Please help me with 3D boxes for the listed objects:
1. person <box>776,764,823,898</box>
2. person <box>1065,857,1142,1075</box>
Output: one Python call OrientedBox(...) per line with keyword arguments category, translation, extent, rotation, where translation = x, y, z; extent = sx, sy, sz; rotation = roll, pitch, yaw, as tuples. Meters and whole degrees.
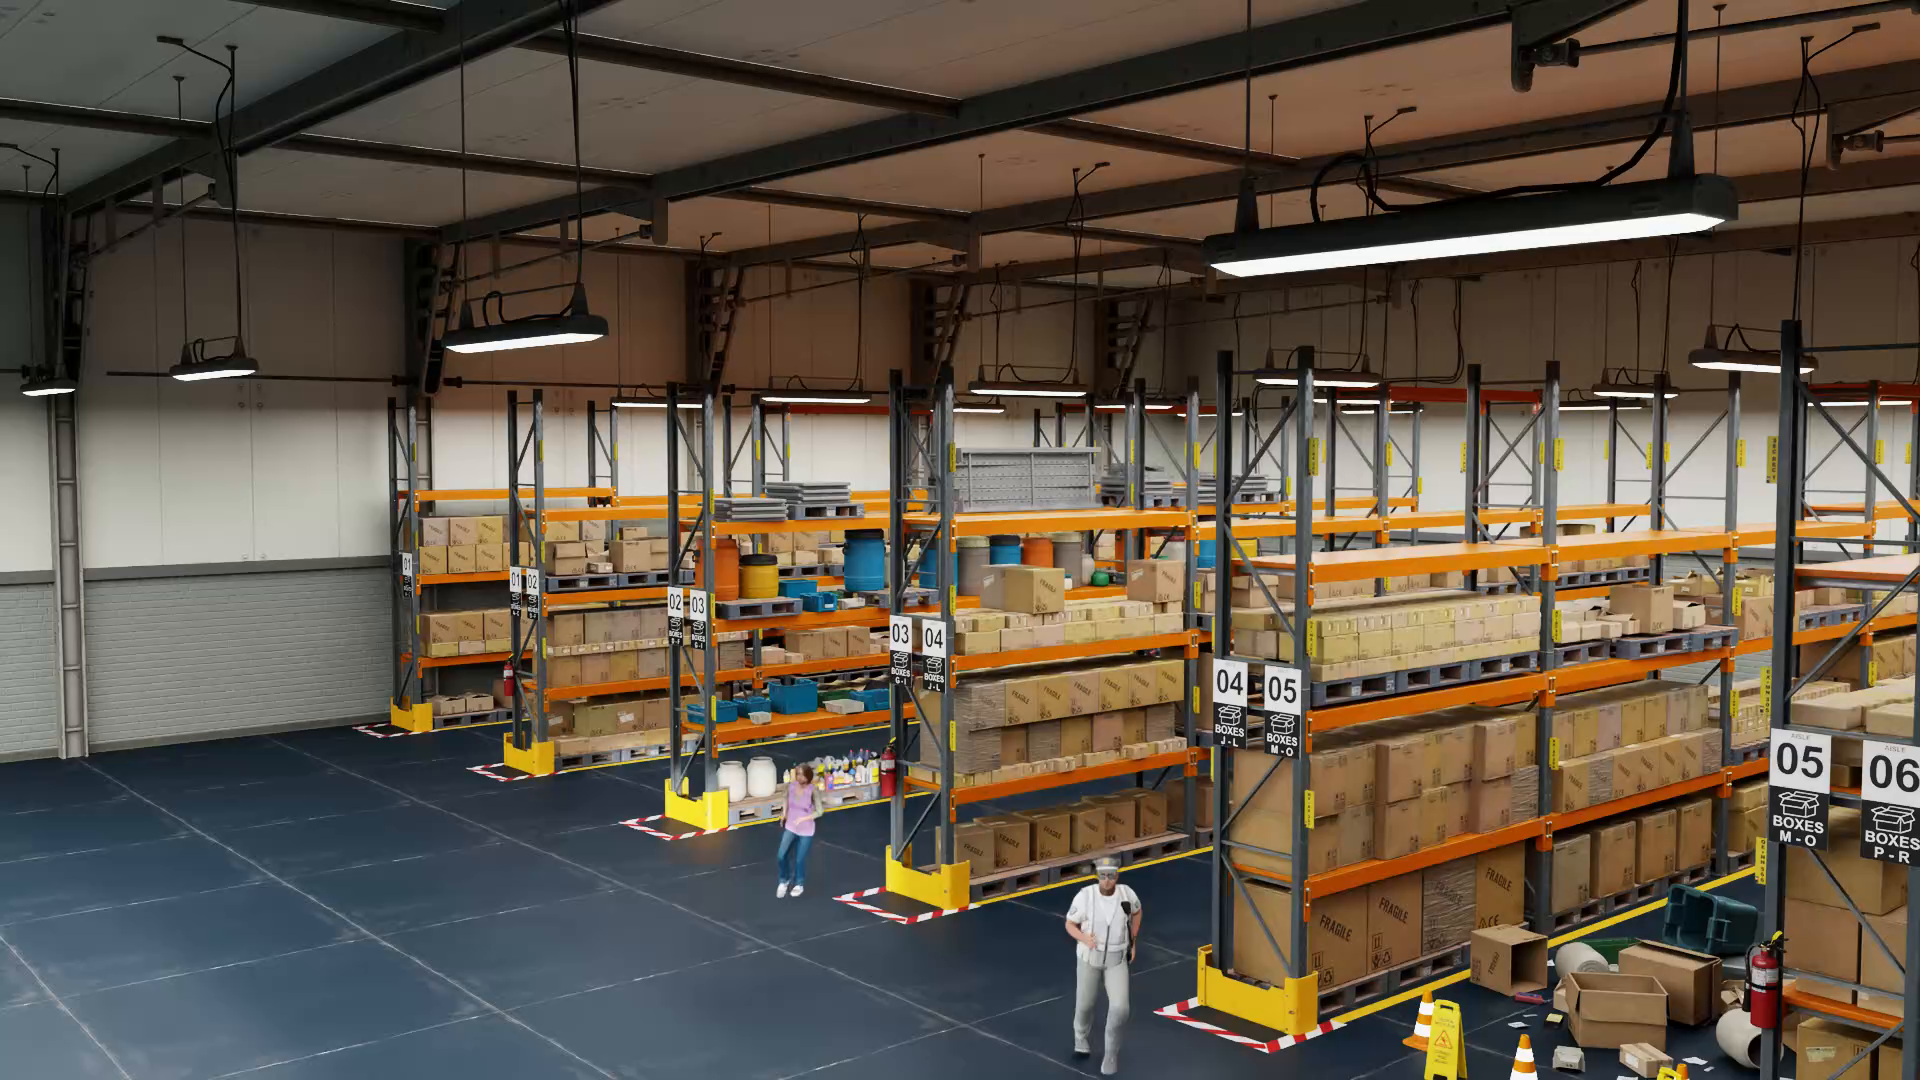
OrientedBox(category="person", translation=(-1.806, 3.283, 18.747), extent=(0.561, 1.551, 0.595), rotation=(1, 3, 16))
OrientedBox(category="person", translation=(1.189, 3.496, 13.764), extent=(0.640, 1.808, 0.805), rotation=(0, 3, 1))
